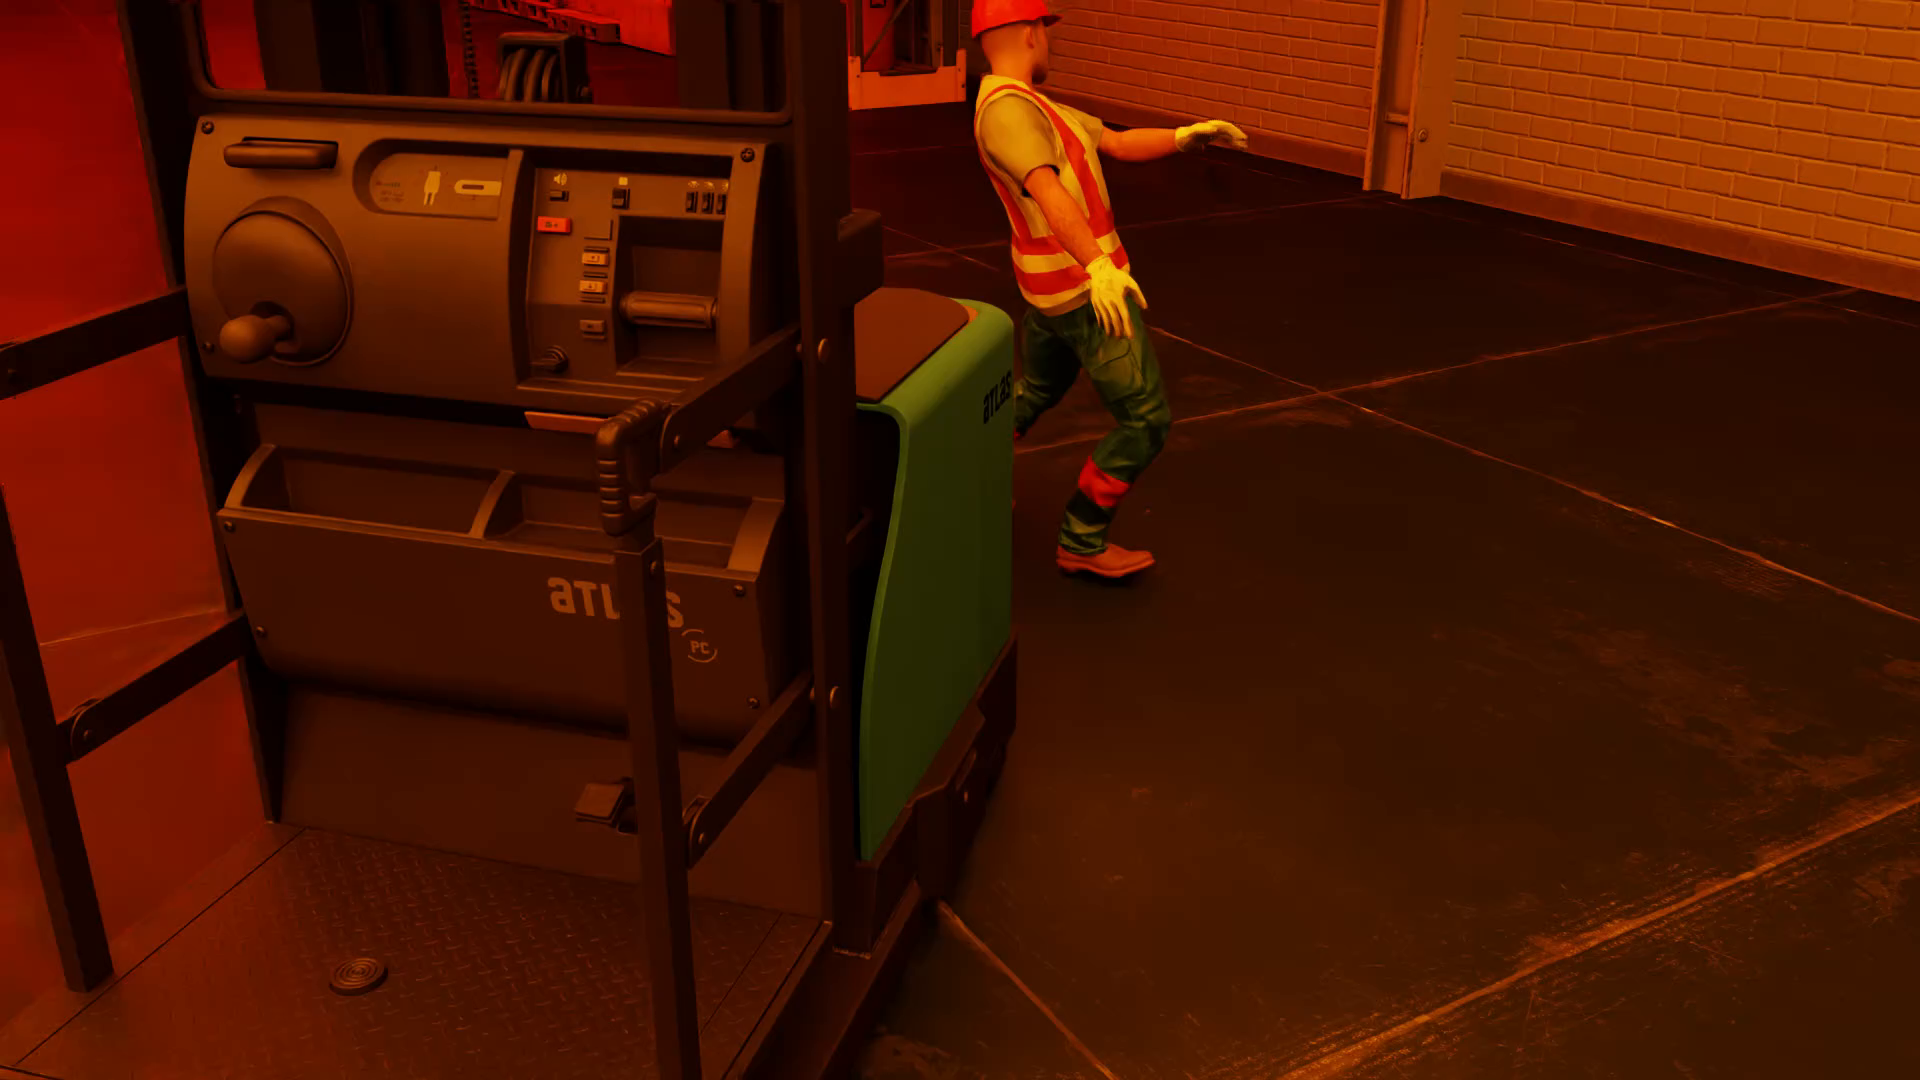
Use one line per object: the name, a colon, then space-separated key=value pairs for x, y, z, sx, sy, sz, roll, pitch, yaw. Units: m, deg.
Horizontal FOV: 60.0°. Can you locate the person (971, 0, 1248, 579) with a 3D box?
person: x=0.370 y=-0.704 z=4.680 sx=0.870 sy=1.624 sz=0.859 roll=-4 pitch=23 yaw=-9

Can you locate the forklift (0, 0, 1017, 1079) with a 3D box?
forklift: x=-0.779 y=-0.391 z=2.226 sx=1.130 sy=2.935 sz=3.031 roll=6 pitch=23 yaw=15
